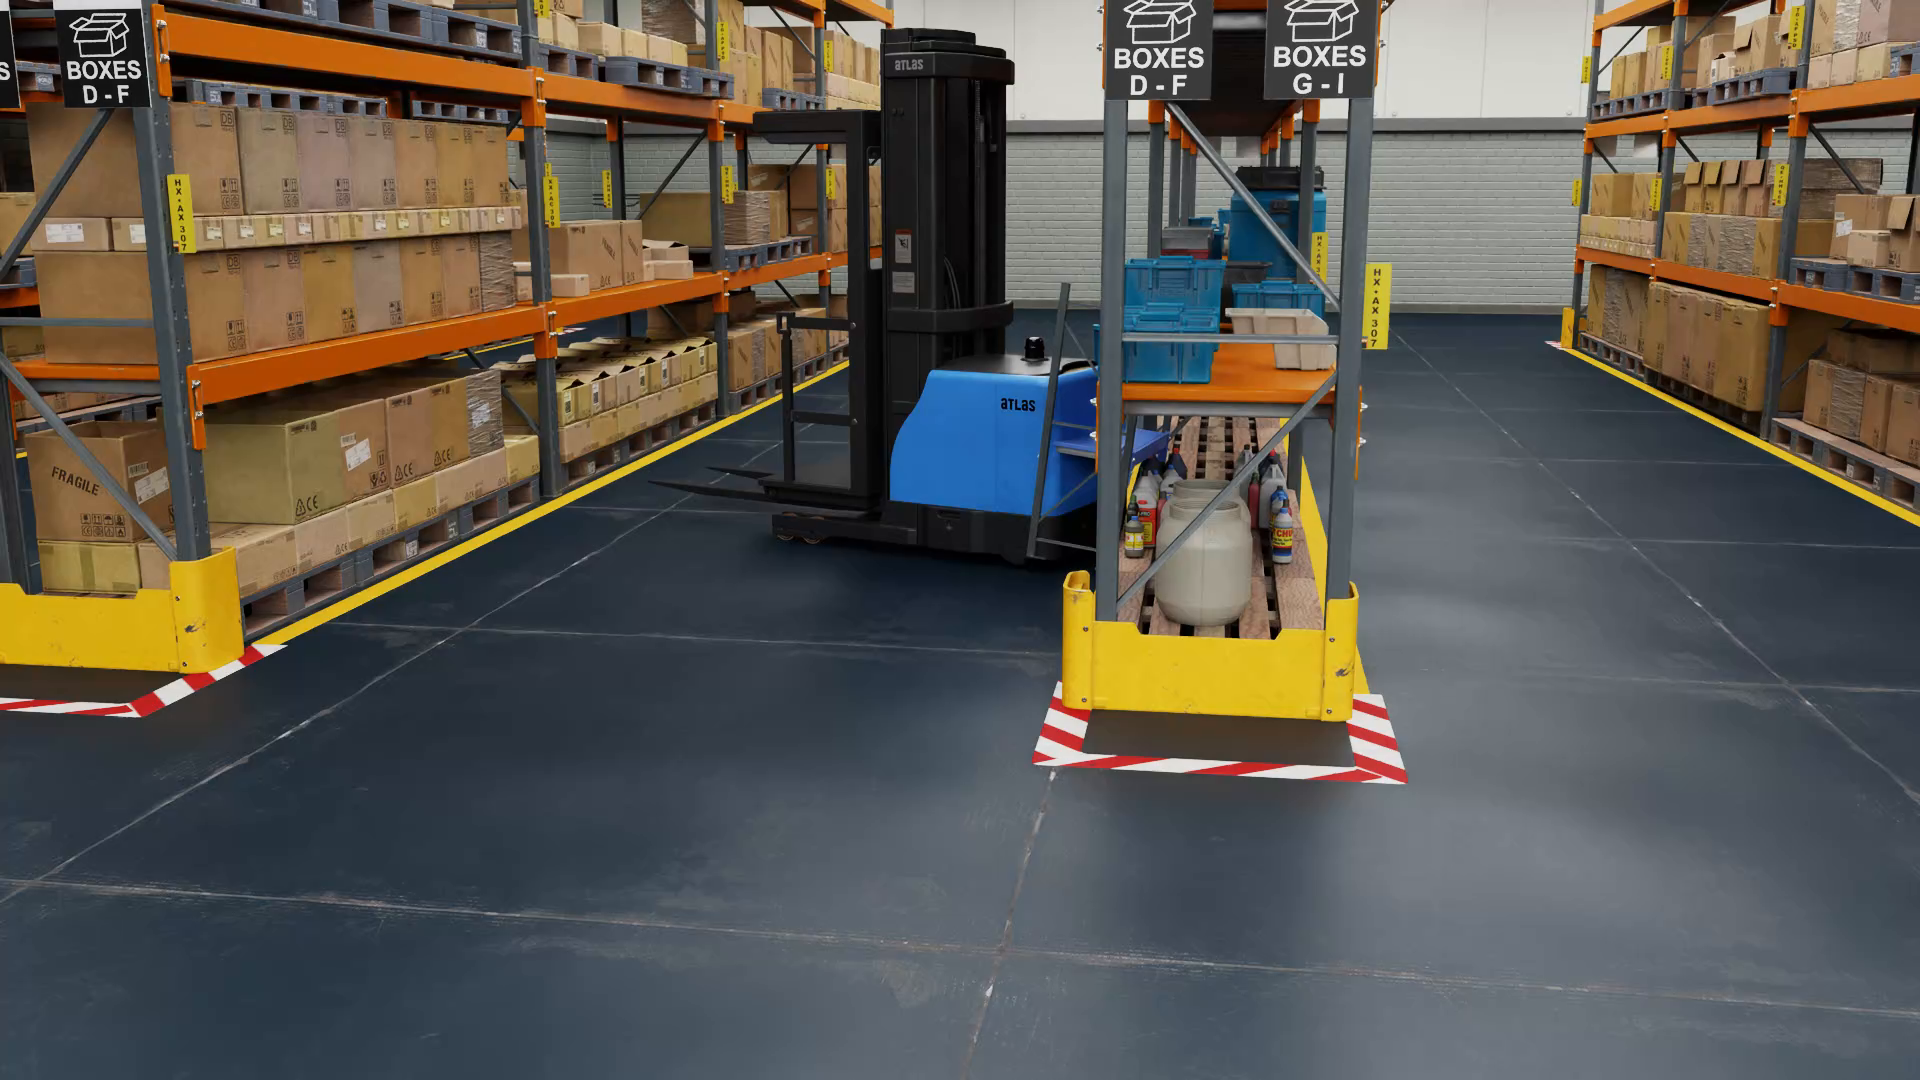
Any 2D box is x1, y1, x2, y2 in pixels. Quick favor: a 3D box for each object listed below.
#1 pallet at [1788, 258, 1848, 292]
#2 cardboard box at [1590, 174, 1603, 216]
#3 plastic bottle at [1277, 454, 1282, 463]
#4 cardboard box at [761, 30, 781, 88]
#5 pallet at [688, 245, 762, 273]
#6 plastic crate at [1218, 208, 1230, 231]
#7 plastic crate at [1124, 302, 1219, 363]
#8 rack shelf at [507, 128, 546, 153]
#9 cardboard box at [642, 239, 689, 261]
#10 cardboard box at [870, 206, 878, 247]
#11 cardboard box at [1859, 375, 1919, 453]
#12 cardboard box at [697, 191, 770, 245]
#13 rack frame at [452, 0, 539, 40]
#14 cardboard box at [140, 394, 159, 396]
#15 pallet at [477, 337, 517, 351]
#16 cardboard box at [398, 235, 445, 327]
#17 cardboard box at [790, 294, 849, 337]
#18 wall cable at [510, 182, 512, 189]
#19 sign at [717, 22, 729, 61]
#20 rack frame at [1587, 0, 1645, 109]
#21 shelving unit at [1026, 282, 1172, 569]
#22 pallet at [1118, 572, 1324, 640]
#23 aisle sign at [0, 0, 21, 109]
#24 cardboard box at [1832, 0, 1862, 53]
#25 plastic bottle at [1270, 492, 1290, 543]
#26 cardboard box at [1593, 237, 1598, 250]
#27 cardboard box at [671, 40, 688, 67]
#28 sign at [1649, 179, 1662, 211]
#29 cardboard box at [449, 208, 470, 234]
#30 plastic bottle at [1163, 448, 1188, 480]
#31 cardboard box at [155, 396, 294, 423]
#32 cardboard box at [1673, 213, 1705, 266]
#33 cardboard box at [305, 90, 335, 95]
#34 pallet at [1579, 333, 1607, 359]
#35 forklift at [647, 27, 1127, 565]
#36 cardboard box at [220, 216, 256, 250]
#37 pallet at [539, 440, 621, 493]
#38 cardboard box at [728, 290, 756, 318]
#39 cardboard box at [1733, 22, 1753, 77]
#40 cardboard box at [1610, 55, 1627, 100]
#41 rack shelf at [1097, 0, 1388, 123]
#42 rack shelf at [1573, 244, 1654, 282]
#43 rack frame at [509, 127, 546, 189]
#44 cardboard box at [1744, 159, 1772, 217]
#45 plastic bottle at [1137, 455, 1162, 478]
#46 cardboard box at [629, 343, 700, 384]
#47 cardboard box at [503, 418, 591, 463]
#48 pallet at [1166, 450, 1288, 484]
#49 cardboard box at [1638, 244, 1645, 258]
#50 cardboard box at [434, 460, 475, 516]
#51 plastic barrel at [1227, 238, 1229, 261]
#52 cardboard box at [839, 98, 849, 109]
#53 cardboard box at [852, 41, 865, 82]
[{"bbox_3d":[7.170,-2.037,12.781,1.213,0.211,1.003,2,12,9],"label":"pallet"},{"bbox_3d":[7.987,-4.191,20.192,0.500,0.500,0.500,2,12,7],"label":"cardboard box"},{"bbox_3d":[1.917,-0.387,10.072,0.061,0.283,0.133,3,12,11],"label":"plastic bottle"},{"bbox_3d":[-2.229,-4.964,17.316,0.600,0.600,0.600,2,12,8],"label":"cardboard box"},{"bbox_3d":[-2.579,-2.654,15.644,1.213,0.211,1.003,2,12,9],"label":"pallet"},{"bbox_3d":[3.644,-4.079,21.576,0.616,0.435,0.499,2,12,9],"label":"plastic crate"},{"bbox_3d":[0.937,-0.954,7.653,0.499,0.251,0.408,2,12,9],"label":"plastic crate"},{"bbox_3d":[-6.586,-5.128,21.255,1.077,0.370,4.000,2,12,9],"label":"rack shelf"},{"bbox_3d":[-2.713,-2.486,14.623,0.500,0.311,0.500,3,12,12],"label":"cardboard box"},{"bbox_3d":[-1.341,-4.005,21.219,0.500,0.500,0.500,2,12,9],"label":"cardboard box"},{"bbox_3d":[6.938,-0.901,11.945,0.700,0.500,0.500,3,13,13],"label":"cardboard box"},{"bbox_3d":[-2.299,-3.177,16.383,0.700,0.500,0.500,4,13,19],"label":"cardboard box"},{"bbox_3d":[-3.229,-4.704,10.462,1.000,3.000,0.127,2,12,9],"label":"rack frame"},{"bbox_3d":[-7.568,-1.606,15.213,0.700,0.500,0.500,2,12,9],"label":"cardboard box"},{"bbox_3d":[-6.514,-2.644,21.761,1.003,0.211,1.213,2,12,9],"label":"pallet"},{"bbox_3d":[-3.446,-1.514,9.660,0.700,0.500,0.500,2,12,9],"label":"cardboard box"},{"bbox_3d":[-1.714,-2.823,20.854,0.797,0.503,0.637,2,12,9],"label":"cardboard box"},{"bbox_3d":[-7.016,-5.223,24.699,0.084,1.984,1.851,2,12,9],"label":"wall cable"},{"bbox_3d":[-2.066,-4.342,14.488,0.100,0.325,0.005,2,12,9],"label":"sign"},{"bbox_3d":[8.405,-6.881,20.560,1.000,3.000,0.127,2,12,9],"label":"rack frame"},{"bbox_3d":[0.851,-0.684,9.386,0.538,1.500,1.048,11,13,17],"label":"shelving unit"},{"bbox_3d":[1.146,0.399,7.640,1.003,0.211,1.213,2,12,9],"label":"pallet"},{"bbox_3d":[-4.144,-2.206,6.937,0.394,0.787,0.004,2,12,9],"label":"aisle sign"},{"bbox_3d":[6.766,-3.847,12.181,0.500,0.500,0.500,2,12,9],"label":"cardboard box"},{"bbox_3d":[1.705,-0.119,8.856,0.097,0.271,0.097,0,12,0],"label":"plastic bottle"},{"bbox_3d":[7.908,-3.601,20.178,0.380,0.149,0.250,2,12,8],"label":"cardboard box"},{"bbox_3d":[-2.628,-4.106,14.167,0.500,0.250,0.500,1,12,4],"label":"cardboard box"},{"bbox_3d":[7.241,-3.595,17.311,0.100,0.325,0.005,2,12,9],"label":"sign"},{"bbox_3d":[-3.176,-1.913,9.975,0.380,0.149,0.250,2,12,9],"label":"cardboard box"},{"bbox_3d":[1.274,-0.371,9.840,0.144,0.351,0.185,2,12,9],"label":"plastic bottle"},{"bbox_3d":[-3.916,-0.497,8.928,0.500,0.500,0.500,2,12,9],"label":"cardboard box"},{"bbox_3d":[7.395,-2.972,16.426,0.500,0.500,0.500,2,12,9],"label":"cardboard box"},{"bbox_3d":[-7.159,-5.029,17.809,0.700,0.500,0.500,2,12,8],"label":"cardboard box"},{"bbox_3d":[8.359,-2.416,20.702,1.003,0.211,1.213,2,12,9],"label":"pallet"},{"bbox_3d":[-0.541,-1.498,9.989,3.031,2.935,1.130,7,14,29],"label":"forklift"},{"bbox_3d":[-3.533,-1.435,7.754,0.380,0.149,0.250,2,12,7],"label":"cardboard box"},{"bbox_3d":[-3.154,-0.563,12.106,1.003,0.211,1.213,2,12,9],"label":"pallet"},{"bbox_3d":[-2.467,-2.496,17.563,0.500,0.250,0.500,2,12,9],"label":"cardboard box"},{"bbox_3d":[7.468,-4.431,15.070,0.797,0.503,0.637,2,12,8],"label":"cardboard box"},{"bbox_3d":[8.172,-5.494,19.775,0.700,0.500,0.500,1,12,7],"label":"cardboard box"},{"bbox_3d":[1.358,-2.309,8.174,1.077,0.370,4.000,2,12,9],"label":"rack shelf"},{"bbox_3d":[8.097,-3.180,19.336,1.077,0.370,4.000,2,12,9],"label":"rack shelf"},{"bbox_3d":[-6.278,-4.429,23.427,1.000,3.000,0.127,2,12,9],"label":"rack frame"},{"bbox_3d":[7.406,-3.109,14.682,0.797,0.503,0.637,2,12,10],"label":"cardboard box"},{"bbox_3d":[1.102,-0.337,9.679,0.144,0.351,0.185,1,12,6],"label":"plastic bottle"},{"bbox_3d":[-2.524,-1.514,14.098,0.500,0.311,0.500,2,12,8],"label":"cardboard box"},{"bbox_3d":[-2.922,-0.709,11.692,0.500,0.250,0.500,2,12,7],"label":"cardboard box"},{"bbox_3d":[1.748,-0.412,11.404,1.003,0.211,1.213,2,12,9],"label":"pallet"},{"bbox_3d":[7.552,-3.120,17.948,0.380,0.149,0.250,2,12,10],"label":"cardboard box"},{"bbox_3d":[-3.233,-0.321,9.892,0.500,0.250,0.500,2,12,9],"label":"cardboard box"},{"bbox_3d":[2.333,-2.277,13.172,0.421,0.512,0.421,0,12,0],"label":"plastic barrel"},{"bbox_3d":[-1.598,-5.027,19.436,0.500,0.250,0.500,2,12,9],"label":"cardboard box"},{"bbox_3d":[-1.578,-5.957,20.786,0.700,0.500,0.500,2,12,9],"label":"cardboard box"}]
